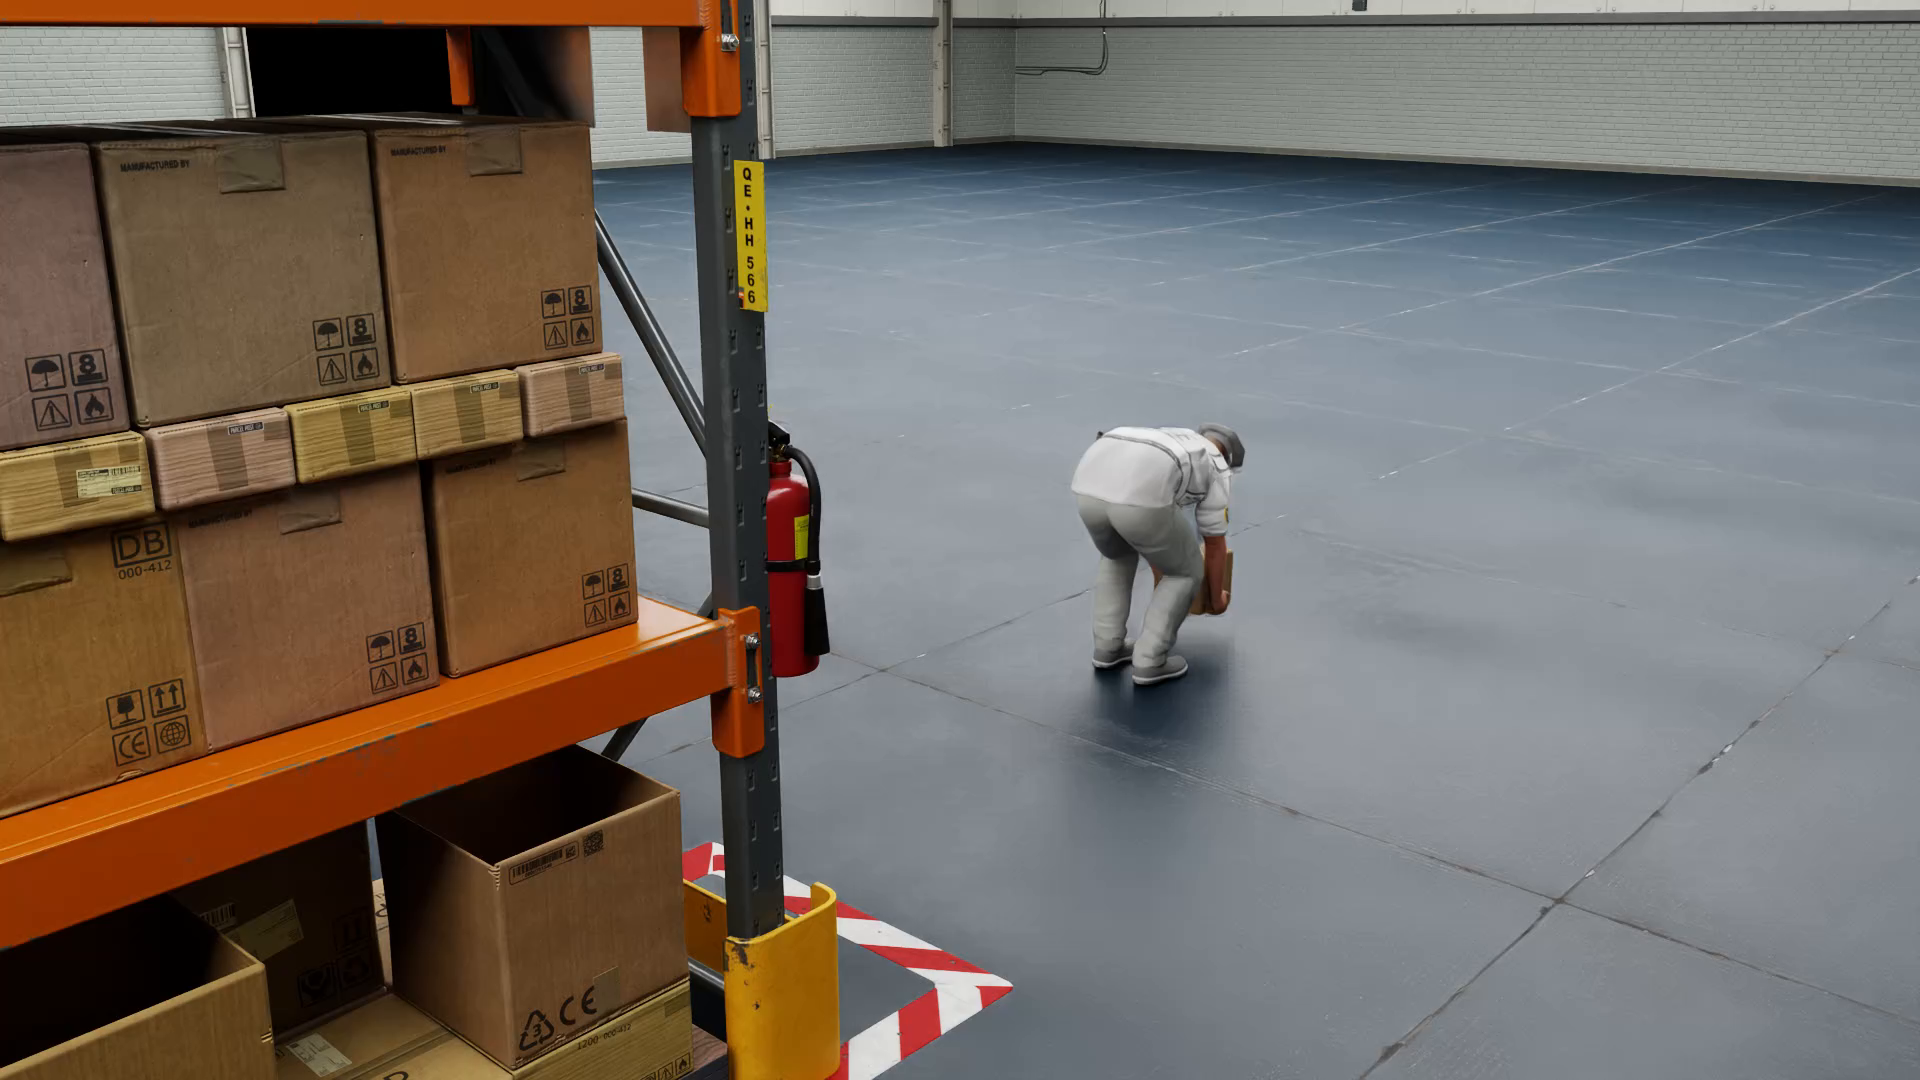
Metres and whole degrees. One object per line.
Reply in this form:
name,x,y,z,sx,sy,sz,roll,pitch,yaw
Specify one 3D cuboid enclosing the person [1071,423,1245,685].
person,0.893,0.005,7.200,0.501,1.069,1.041,13,21,37
